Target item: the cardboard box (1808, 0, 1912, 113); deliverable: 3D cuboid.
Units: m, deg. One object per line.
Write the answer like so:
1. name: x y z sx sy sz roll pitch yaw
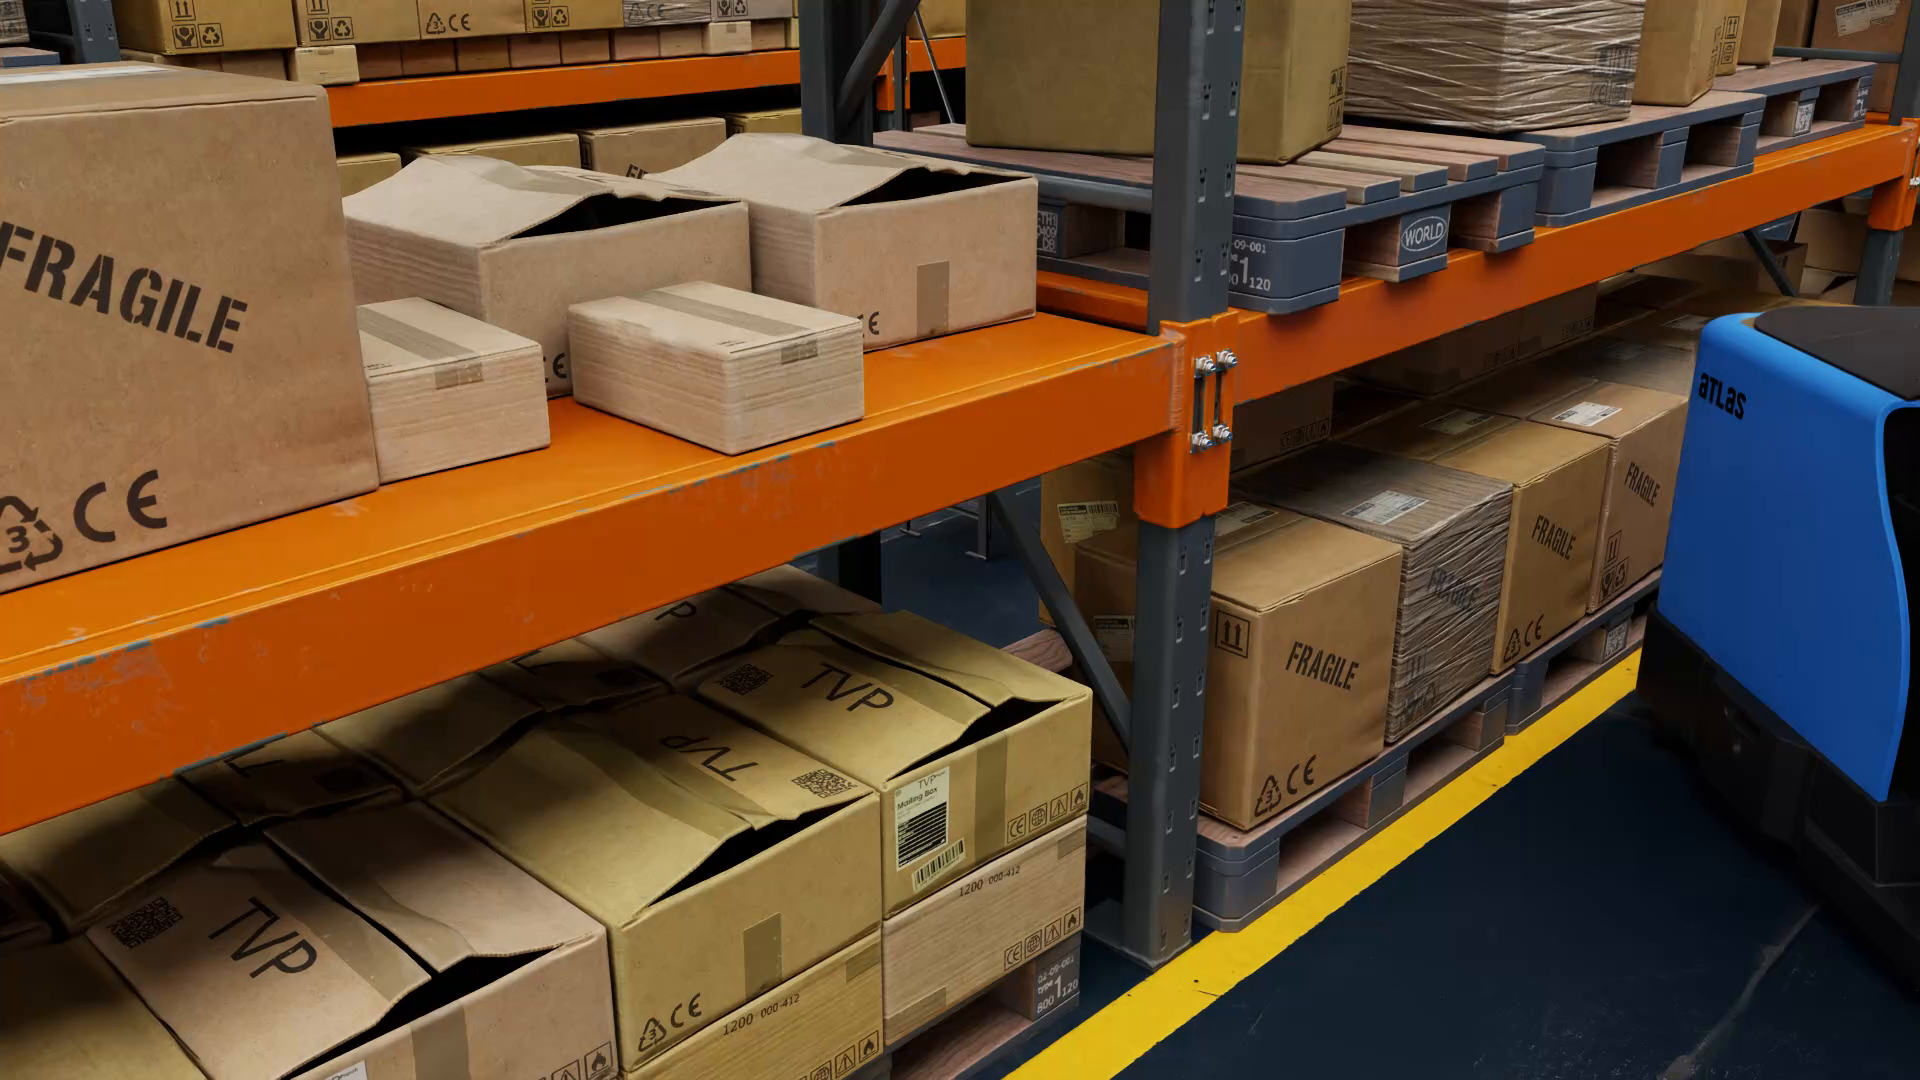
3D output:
1. cardboard box: 3.414 -1.814 5.973 0.500 0.500 0.500 -19 28 -41

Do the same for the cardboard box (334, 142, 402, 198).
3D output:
1. cardboard box: -2.872 -1.263 7.092 0.750 0.750 0.750 19 28 40

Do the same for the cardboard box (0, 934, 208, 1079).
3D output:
1. cardboard box: -1.179 0.739 1.937 0.500 0.311 0.500 -19 28 -41

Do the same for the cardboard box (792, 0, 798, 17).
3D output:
1. cardboard box: -0.830 -2.956 8.502 0.500 0.500 0.500 19 28 40

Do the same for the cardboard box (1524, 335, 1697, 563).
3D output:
1. cardboard box: 2.024 -0.290 5.020 0.500 0.500 0.500 20 29 41

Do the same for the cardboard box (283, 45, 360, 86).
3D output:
1. cardboard box: -2.655 -1.943 6.771 0.250 0.149 0.380 -19 28 -40

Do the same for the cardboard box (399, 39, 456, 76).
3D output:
1. cardboard box: -2.393 -2.108 7.199 0.250 0.149 0.380 -19 28 -41

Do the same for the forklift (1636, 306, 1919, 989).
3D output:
1. forklift: 2.384 -0.402 2.534 1.130 2.935 3.031 -1 21 -4

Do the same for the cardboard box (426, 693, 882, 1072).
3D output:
1. cardboard box: -0.474 0.481 2.607 0.500 0.311 0.500 19 28 40

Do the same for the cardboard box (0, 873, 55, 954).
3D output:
1. cardboard box: -1.579 0.611 2.270 0.500 0.311 0.500 19 28 40

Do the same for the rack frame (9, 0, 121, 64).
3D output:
1. rack frame: -3.479 -1.915 6.375 1.000 3.000 0.127 19 28 41

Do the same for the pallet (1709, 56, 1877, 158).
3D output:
1. pallet: 2.228 -1.436 5.398 1.003 0.211 1.213 19 28 41

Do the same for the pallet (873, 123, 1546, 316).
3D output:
1. pallet: 0.496 -0.778 3.685 1.213 0.211 1.003 19 28 41

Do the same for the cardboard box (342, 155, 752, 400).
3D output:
1. cardboard box: -0.690 -0.453 2.696 0.500 0.311 0.500 19 28 40

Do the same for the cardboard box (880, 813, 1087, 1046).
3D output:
1. cardboard box: -0.119 0.608 3.059 0.500 0.250 0.500 -19 28 -41

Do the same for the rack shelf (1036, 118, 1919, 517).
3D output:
1. rack shelf: 1.468 -0.854 4.619 1.077 0.370 4.000 19 28 41

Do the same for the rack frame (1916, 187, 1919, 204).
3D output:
1. rack frame: 5.654 -2.732 8.502 1.000 3.000 0.127 19 28 41

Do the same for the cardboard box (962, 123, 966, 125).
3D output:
1. cardboard box: 0.260 -2.267 10.191 0.700 0.500 0.500 19 28 40

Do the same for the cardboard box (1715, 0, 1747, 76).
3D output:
1. cardboard box: 1.938 -1.688 5.061 0.500 0.500 0.700 -15 26 -34

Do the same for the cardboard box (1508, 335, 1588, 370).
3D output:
1. cardboard box: 1.633 -0.413 5.338 0.500 0.500 0.500 20 29 41

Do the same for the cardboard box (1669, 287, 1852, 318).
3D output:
1. cardboard box: 2.725 -0.544 5.680 0.500 0.500 0.500 19 28 40

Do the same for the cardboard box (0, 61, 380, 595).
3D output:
1. cardboard box: -1.086 -0.287 2.001 0.500 0.500 0.500 17 27 38

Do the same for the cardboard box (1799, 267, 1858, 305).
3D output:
1. cardboard box: 3.581 -1.065 7.298 0.500 0.311 0.500 19 28 41

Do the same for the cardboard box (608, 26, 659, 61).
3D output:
1. cardboard box: -1.639 -2.362 7.860 0.380 0.149 0.250 18 28 39

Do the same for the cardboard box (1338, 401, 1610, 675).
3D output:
1. cardboard box: 1.310 -0.024 4.326 0.500 0.500 0.500 19 28 40

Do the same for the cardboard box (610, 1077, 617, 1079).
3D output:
1. cardboard box: -0.829 0.870 2.378 0.500 0.250 0.500 -19 28 -41

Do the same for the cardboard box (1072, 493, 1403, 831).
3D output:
1. cardboard box: 0.595 0.240 3.640 0.500 0.500 0.500 -19 28 -40

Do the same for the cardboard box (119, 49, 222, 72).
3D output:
1. cardboard box: -3.083 -1.833 6.486 0.380 0.149 0.250 19 28 40

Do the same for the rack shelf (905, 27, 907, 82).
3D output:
1. rack shelf: 0.115 -1.663 5.062 0.431 0.518 0.480 19 28 41

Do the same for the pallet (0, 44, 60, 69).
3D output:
1. pallet: -3.900 -1.615 5.864 1.213 0.211 1.003 19 28 41

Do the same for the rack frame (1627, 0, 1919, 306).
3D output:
1. rack frame: 2.864 -1.704 5.827 1.000 3.000 0.127 19 28 41

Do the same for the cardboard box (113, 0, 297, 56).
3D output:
1. cardboard box: -2.957 -2.170 6.458 0.500 0.500 0.500 -19 28 -40

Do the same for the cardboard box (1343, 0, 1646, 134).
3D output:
1. cardboard box: 1.206 -1.296 4.041 0.500 0.500 0.700 -14 25 -32

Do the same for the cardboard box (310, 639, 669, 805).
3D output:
1. cardboard box: -0.863 0.348 2.953 0.500 0.311 0.500 18 28 39

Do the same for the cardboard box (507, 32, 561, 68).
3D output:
1. cardboard box: -2.021 -2.230 7.519 0.380 0.149 0.250 19 28 41

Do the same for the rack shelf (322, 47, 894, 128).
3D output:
1. rack shelf: -2.084 -2.093 7.842 1.077 0.370 4.000 19 28 41

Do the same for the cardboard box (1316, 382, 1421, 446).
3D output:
1. cardboard box: 0.919 -0.146 4.646 0.500 0.500 0.500 18 27 39

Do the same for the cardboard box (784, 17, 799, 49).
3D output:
1. cardboard box: -0.880 -2.606 8.497 0.250 0.149 0.380 -20 28 -41

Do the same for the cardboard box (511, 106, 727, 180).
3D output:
1. cardboard box: -1.667 -1.707 8.245 0.750 0.750 0.750 -19 28 -40

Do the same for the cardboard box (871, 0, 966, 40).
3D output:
1. cardboard box: -0.298 -3.218 9.349 0.700 0.700 0.980 -20 28 -41

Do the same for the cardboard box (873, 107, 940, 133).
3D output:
1. cardboard box: -0.337 -2.454 9.773 0.380 0.149 0.250 19 28 40

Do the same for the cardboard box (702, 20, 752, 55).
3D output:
1. cardboard box: -1.236 -2.468 8.138 0.380 0.149 0.250 19 28 41

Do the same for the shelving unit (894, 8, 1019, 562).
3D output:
1. shelving unit: 0.115 -1.023 5.309 0.431 2.100 0.503 19 28 41

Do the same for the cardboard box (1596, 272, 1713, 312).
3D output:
1. cardboard box: 2.351 -0.679 6.032 0.500 0.500 0.500 18 27 38

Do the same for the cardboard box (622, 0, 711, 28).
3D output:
1. cardboard box: -1.535 -2.695 7.824 0.500 0.500 0.500 19 28 41

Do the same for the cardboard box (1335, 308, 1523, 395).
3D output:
1. cardboard box: 1.304 -0.643 4.893 0.500 0.250 0.500 19 28 40

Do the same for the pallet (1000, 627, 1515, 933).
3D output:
1. pallet: 0.621 0.443 4.127 1.003 0.211 1.213 19 28 41

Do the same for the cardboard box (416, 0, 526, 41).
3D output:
1. cardboard box: -2.238 -2.430 7.134 0.500 0.500 0.500 19 28 40
